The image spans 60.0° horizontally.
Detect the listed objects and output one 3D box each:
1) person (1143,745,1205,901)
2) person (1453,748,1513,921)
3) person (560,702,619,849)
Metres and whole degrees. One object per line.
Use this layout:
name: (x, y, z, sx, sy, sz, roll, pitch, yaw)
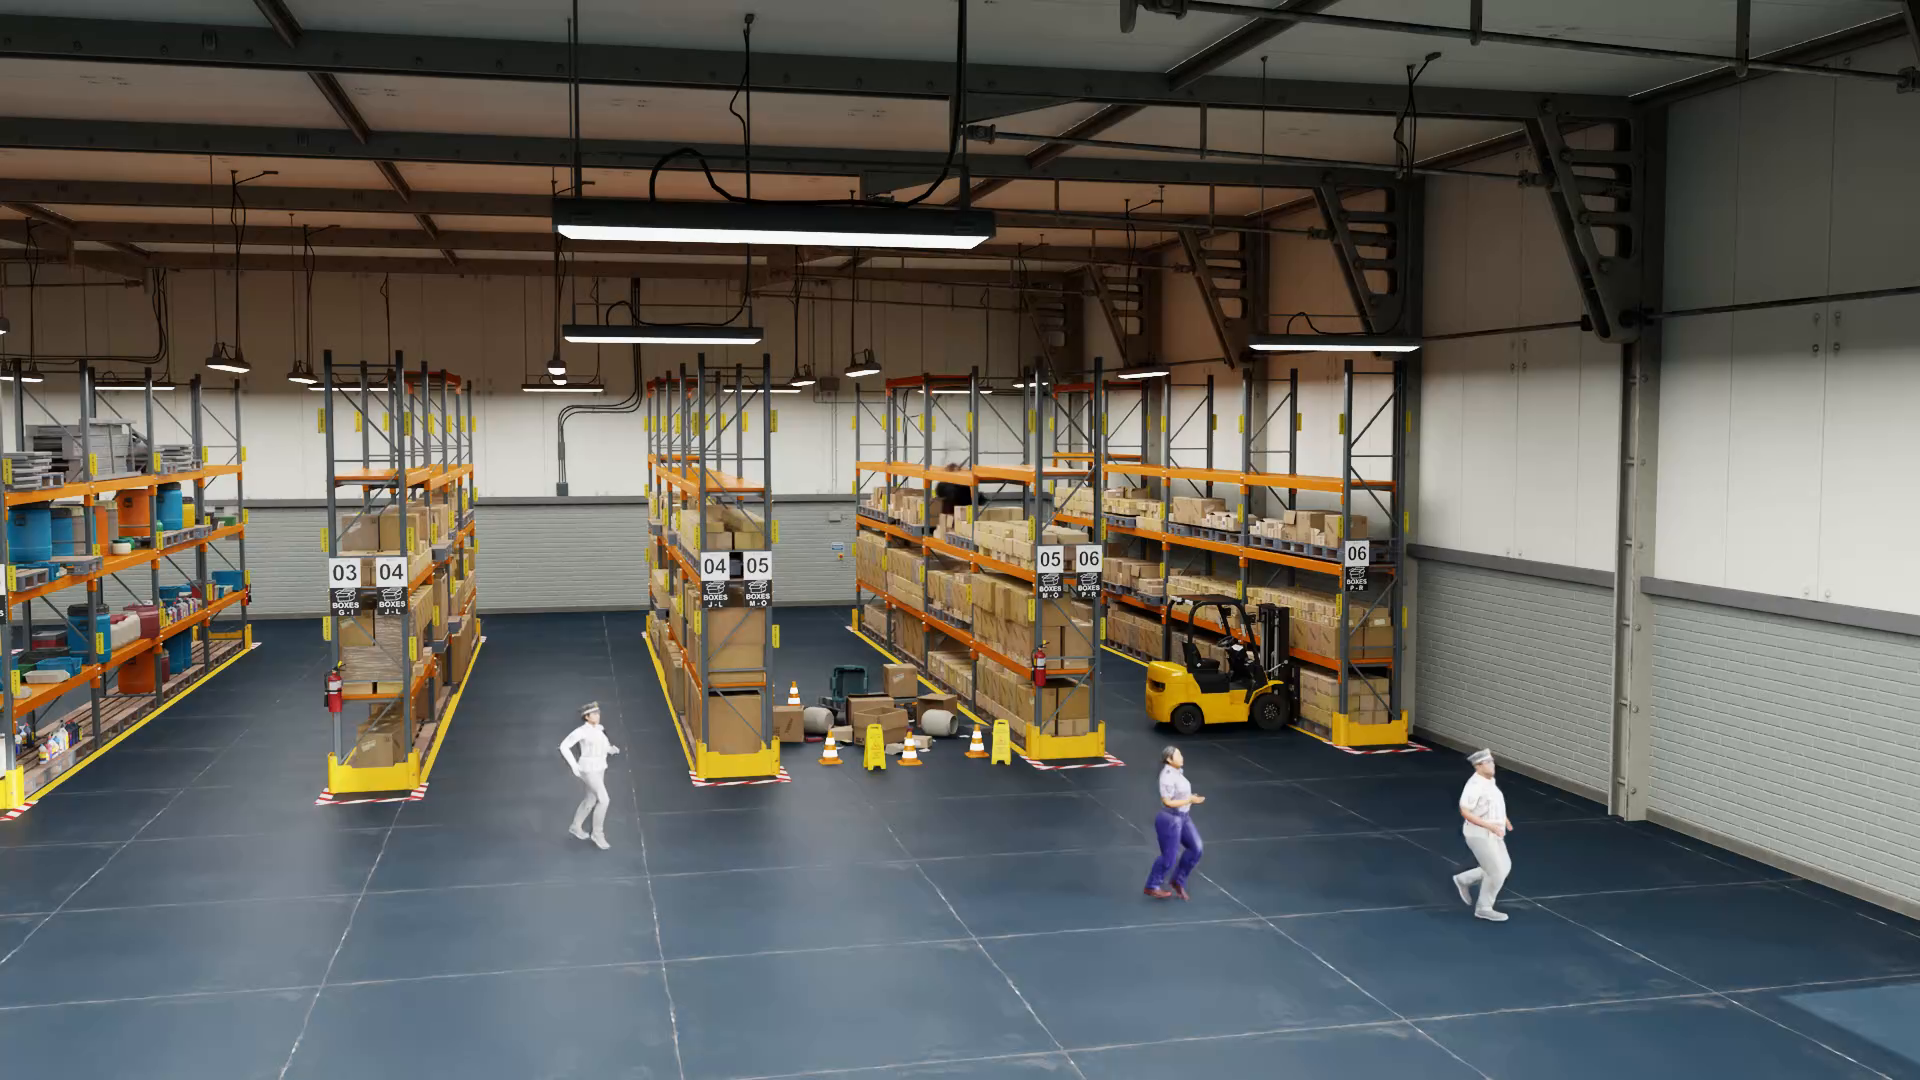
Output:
person: (2.262, 2.988, 17.417, 0.661, 1.664, 0.586, 2, 4, 25)
person: (5.291, 2.963, 16.847, 0.607, 1.725, 0.661, 3, 5, 36)
person: (-4.374, 2.786, 19.753, 0.740, 1.750, 0.569, 1, 4, 20)
